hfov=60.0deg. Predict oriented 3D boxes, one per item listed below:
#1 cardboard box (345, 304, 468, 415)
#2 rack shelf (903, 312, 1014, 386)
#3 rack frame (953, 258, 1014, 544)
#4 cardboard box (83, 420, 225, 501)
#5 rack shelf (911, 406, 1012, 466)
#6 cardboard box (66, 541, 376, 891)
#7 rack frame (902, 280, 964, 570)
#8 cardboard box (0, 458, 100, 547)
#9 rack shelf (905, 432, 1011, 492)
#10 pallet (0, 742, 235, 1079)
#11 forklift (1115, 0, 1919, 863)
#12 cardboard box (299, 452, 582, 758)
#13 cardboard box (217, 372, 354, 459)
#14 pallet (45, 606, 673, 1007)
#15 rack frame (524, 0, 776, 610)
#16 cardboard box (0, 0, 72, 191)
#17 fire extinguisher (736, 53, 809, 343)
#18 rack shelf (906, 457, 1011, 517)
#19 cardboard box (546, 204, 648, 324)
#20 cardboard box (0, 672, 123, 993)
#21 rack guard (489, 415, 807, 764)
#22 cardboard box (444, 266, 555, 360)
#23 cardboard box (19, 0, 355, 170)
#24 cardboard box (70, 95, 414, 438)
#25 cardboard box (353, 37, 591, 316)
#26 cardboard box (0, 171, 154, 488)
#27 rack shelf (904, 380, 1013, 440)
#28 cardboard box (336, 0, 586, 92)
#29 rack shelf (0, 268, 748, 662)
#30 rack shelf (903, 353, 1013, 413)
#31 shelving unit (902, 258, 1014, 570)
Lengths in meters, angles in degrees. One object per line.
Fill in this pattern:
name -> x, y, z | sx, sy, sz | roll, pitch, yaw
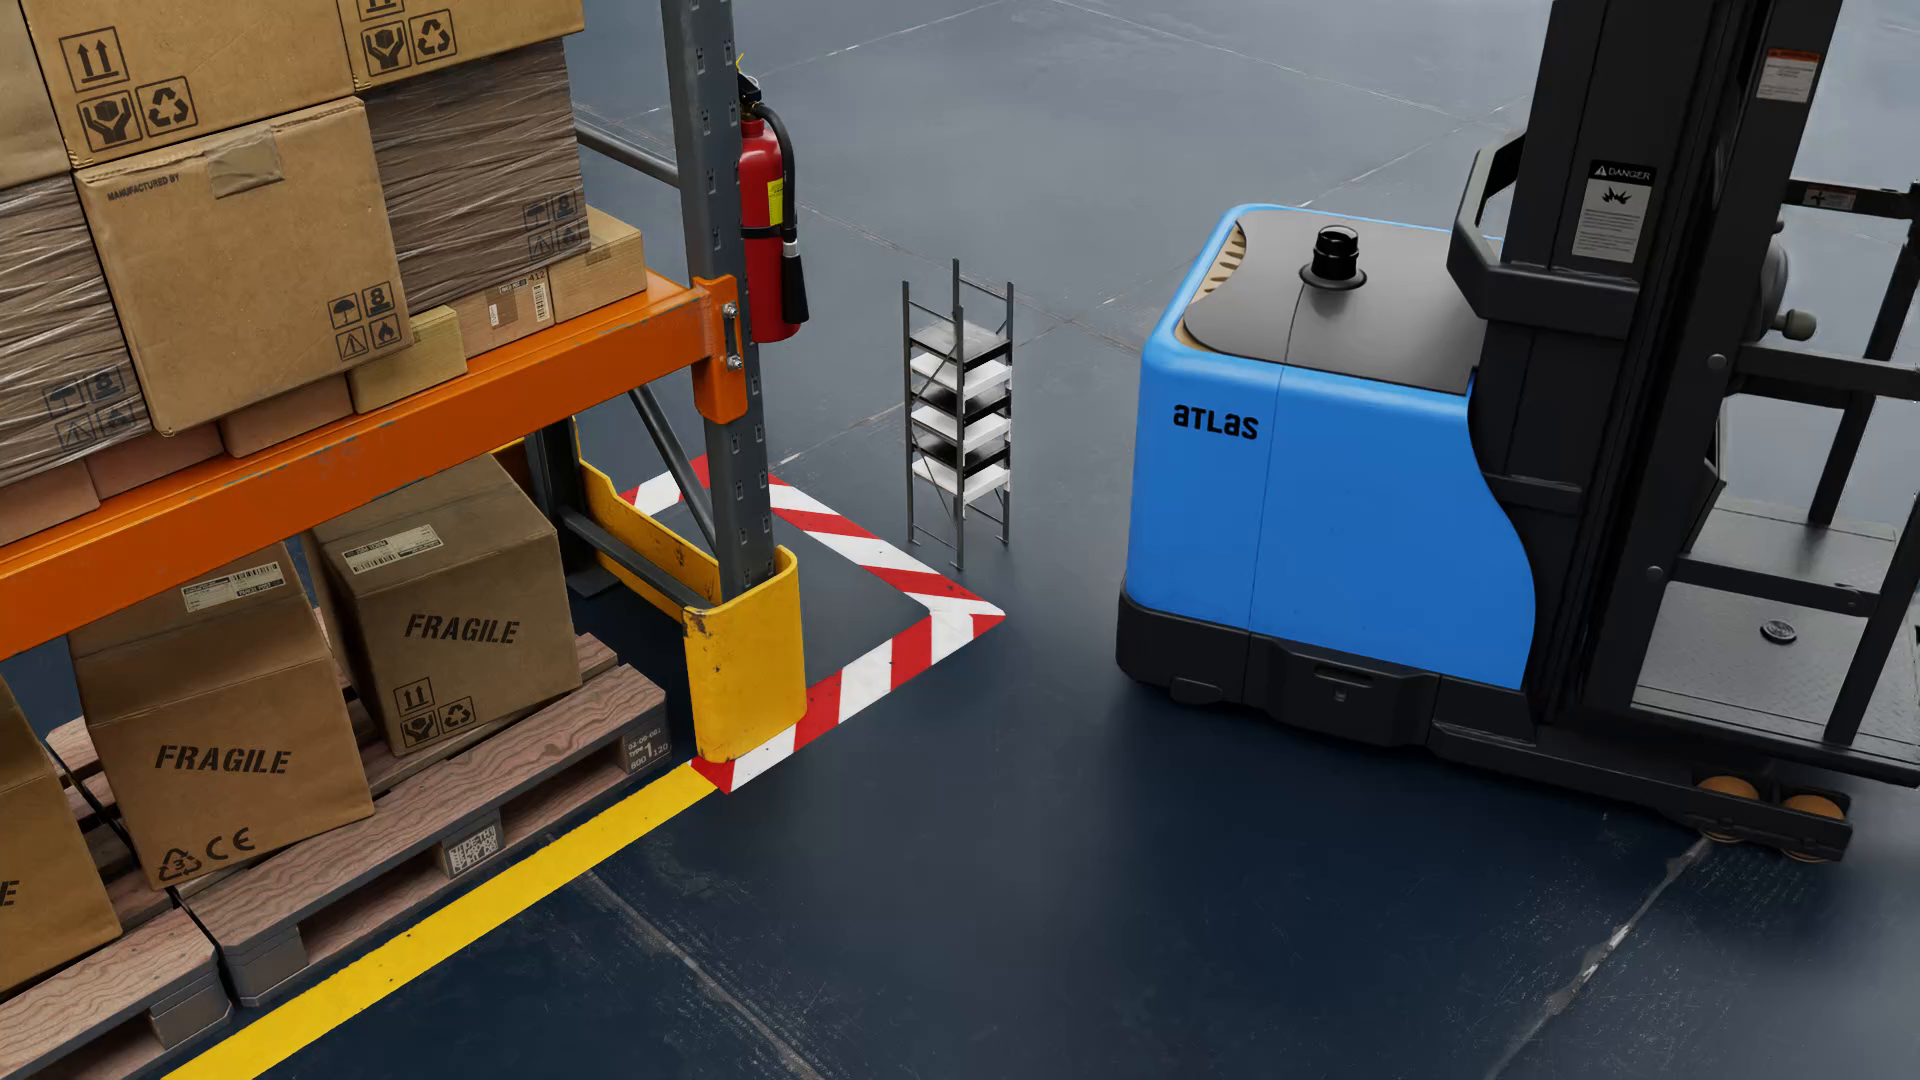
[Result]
cardboard box -> -1.247, -0.434, 3.470 | 0.380, 0.149, 0.250 | 30, 45, 35
rack shelf -> -0.006, -0.560, 4.852 | 0.258, 0.077, 0.200 | 30, 45, 35
rack frame -> 0.066, -0.407, 5.047 | 0.240, 0.900, 0.006 | 30, 45, 35
cardboard box -> -1.639, -0.254, 3.212 | 0.380, 0.149, 0.250 | 30, 45, 35
rack shelf -> -0.006, -0.338, 5.007 | 0.258, 0.077, 0.200 | 30, 45, 35
cardboard box -> -1.725, 0.397, 3.877 | 0.500, 0.500, 0.500 | -18, 39, -24
rack frame -> -0.077, -0.325, 4.929 | 0.240, 0.900, 0.006 | 30, 45, 35
cardboard box -> -1.799, -0.143, 3.053 | 0.380, 0.149, 0.250 | 30, 45, 35
rack shelf -> -0.006, -0.265, 5.058 | 0.258, 0.077, 0.200 | 30, 45, 35
pallet -> -2.387, 1.024, 3.598 | 1.003, 0.211, 1.213 | 30, 45, 35
forklift -> 2.006, -0.751, 3.765 | 3.031, 2.935, 1.130 | 12, 37, 17
cardboard box -> -1.328, 0.140, 4.245 | 0.500, 0.500, 0.500 | -21, 40, -28
cardboard box -> -1.434, -0.339, 3.333 | 0.380, 0.149, 0.250 | 30, 45, 35
pallet -> -1.527, 0.531, 4.304 | 1.003, 0.211, 1.213 | 30, 45, 35
rack frame -> -0.876, -0.959, 4.003 | 1.000, 3.000, 0.127 | 30, 45, 35
cardboard box -> -1.791, -0.802, 2.557 | 0.500, 0.500, 0.500 | 30, 45, 35
fire extinguisher -> -0.468, -0.788, 3.826 | 0.296, 0.674, 0.183 | 30, 45, 35
rack shelf -> -0.006, -0.191, 5.110 | 0.258, 0.077, 0.200 | 30, 45, 35
cardboard box -> -0.930, -0.657, 3.790 | 0.380, 0.149, 0.250 | 30, 45, 35
cardboard box -> -2.179, 0.643, 3.523 | 0.500, 0.500, 0.500 | -25, 42, -32
rack guard -> -0.930, 0.097, 4.674 | 1.175, 0.500, 0.348 | 30, 45, 35
cardboard box -> -1.107, -0.556, 3.645 | 0.380, 0.149, 0.250 | 30, 45, 35
cardboard box -> -1.436, -1.004, 2.846 | 0.500, 0.500, 0.500 | 30, 45, 35
cardboard box -> -1.550, -0.659, 3.225 | 0.875, 0.500, 0.500 | 30, 45, 35
cardboard box -> -1.283, -0.910, 3.585 | 0.875, 0.500, 0.500 | 30, 45, 35
cardboard box -> -1.933, -0.473, 2.959 | 0.875, 0.500, 0.500 | 30, 45, 35
rack shelf -> -0.006, -0.412, 4.955 | 0.258, 0.077, 0.200 | 30, 45, 35
cardboard box -> -1.088, -1.210, 3.141 | 0.500, 0.500, 0.500 | 30, 45, 35
rack shelf -> -2.285, 0.148, 3.045 | 1.077, 0.370, 4.000 | 30, 45, 35
rack shelf -> -0.006, -0.486, 4.904 | 0.258, 0.077, 0.200 | 30, 45, 35
shelving unit -> -0.006, -0.366, 4.988 | 0.258, 0.900, 0.210 | 30, 45, 35
